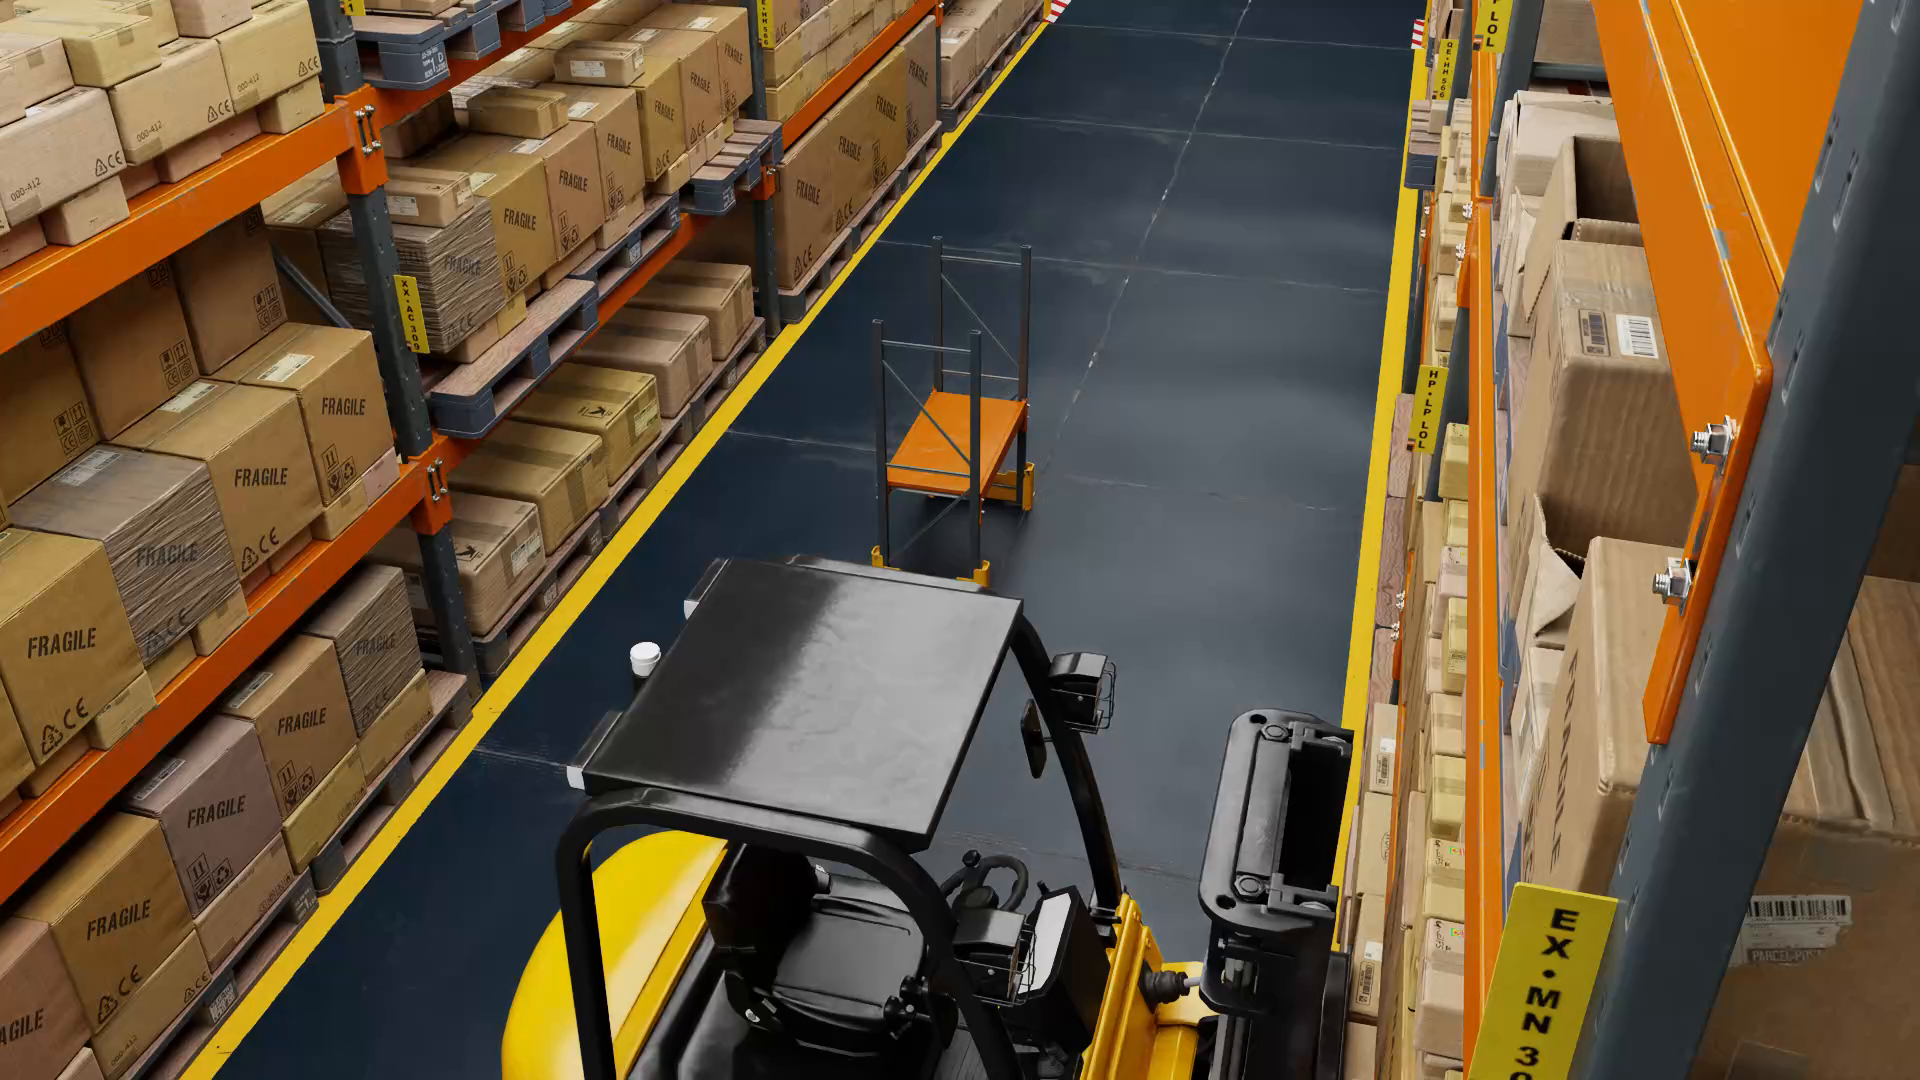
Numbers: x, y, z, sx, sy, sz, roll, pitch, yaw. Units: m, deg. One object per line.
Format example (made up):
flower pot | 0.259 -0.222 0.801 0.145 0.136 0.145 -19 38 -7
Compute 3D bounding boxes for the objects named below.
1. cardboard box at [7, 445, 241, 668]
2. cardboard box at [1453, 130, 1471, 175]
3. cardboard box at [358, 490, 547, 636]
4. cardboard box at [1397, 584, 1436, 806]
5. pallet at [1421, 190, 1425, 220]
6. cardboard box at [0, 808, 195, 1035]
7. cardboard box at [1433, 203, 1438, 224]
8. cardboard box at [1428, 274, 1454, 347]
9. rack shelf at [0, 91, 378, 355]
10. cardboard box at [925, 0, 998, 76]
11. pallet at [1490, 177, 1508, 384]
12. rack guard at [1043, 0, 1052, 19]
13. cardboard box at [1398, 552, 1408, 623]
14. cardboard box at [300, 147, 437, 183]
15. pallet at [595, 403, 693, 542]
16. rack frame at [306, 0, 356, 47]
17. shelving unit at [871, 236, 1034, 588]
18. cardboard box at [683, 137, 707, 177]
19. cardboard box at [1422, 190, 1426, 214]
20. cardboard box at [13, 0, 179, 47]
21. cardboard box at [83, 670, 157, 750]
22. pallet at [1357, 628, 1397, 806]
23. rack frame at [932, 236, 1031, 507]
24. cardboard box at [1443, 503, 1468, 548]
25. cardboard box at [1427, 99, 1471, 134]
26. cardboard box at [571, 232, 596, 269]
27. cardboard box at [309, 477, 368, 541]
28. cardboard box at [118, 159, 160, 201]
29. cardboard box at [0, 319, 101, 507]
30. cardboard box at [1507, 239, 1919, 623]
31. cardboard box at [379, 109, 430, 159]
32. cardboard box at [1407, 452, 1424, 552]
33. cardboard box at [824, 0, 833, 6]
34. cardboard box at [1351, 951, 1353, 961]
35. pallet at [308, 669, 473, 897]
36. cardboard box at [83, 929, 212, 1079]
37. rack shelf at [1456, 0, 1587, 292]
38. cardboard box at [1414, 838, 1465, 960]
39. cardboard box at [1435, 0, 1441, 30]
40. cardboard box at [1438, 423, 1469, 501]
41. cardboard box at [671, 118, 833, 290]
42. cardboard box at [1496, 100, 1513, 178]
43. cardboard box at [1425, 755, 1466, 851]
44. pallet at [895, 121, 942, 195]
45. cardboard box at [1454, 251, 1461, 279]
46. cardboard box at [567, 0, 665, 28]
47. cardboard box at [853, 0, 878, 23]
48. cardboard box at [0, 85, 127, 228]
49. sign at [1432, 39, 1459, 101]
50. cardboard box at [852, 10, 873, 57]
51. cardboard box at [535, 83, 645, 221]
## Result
cardboard box | -2.810 0.044 5.515 0.500 0.500 0.500 9 34 14
cardboard box | 2.658 -1.908 8.257 0.380 0.149 0.250 9 34 14
cardboard box | -2.556 0.068 7.904 0.950 0.372 0.625 8 33 13
cardboard box | 1.634 0.508 5.062 0.500 0.500 0.500 9 33 13
pallet | 3.976 -2.464 12.430 1.003 0.211 1.213 8 33 12
cardboard box | -2.960 1.227 5.496 0.500 0.500 0.500 9 33 13
cardboard box | 2.782 -1.732 8.819 0.500 0.250 0.500 8 33 13
cardboard box | 2.252 -0.887 7.023 0.500 0.250 0.500 9 33 13
rack shelf | -3.194 -0.515 4.639 1.077 0.370 4.000 8 33 12
cardboard box | -0.167 -4.614 15.209 0.875 0.438 0.875 7 33 11
pallet | 1.924 -0.699 4.341 1.003 0.211 1.213 8 33 12
rack guard | 0.365 -5.776 17.369 1.175 0.500 0.348 8 33 12
cardboard box | 2.442 0.234 7.408 0.875 0.625 0.625 8 33 12
cardboard box | -2.667 -1.464 7.495 0.500 0.500 0.500 8 33 13
pallet | -2.183 -0.453 9.266 1.003 0.211 1.213 8 33 12
rack frame | -2.687 -3.123 5.274 1.000 3.000 0.127 8 33 12
shelving unit | -0.019 -0.593 8.285 0.587 1.500 1.083 8 33 12
cardboard box | -1.617 -2.120 9.132 0.380 0.149 0.250 6 33 10
cardboard box | 3.549 -2.434 11.722 0.500 0.500 0.500 7 33 11
cardboard box | -2.700 -1.625 5.205 0.380 0.149 0.250 9 33 14
cardboard box | -2.852 0.518 5.373 0.380 0.149 0.250 8 33 13
pallet | 2.265 0.872 7.181 1.003 0.211 1.213 8 33 12
rack frame | 0.107 -0.852 8.693 0.500 1.500 0.032 8 33 12
cardboard box | 1.716 0.031 5.207 0.380 0.149 0.250 9 33 14
cardboard box | 2.926 -2.457 9.662 0.380 0.149 0.250 9 33 13
cardboard box | -2.001 -1.448 8.074 0.380 0.149 0.250 8 33 13
cardboard box | -2.530 -0.146 6.418 0.380 0.149 0.250 9 33 13
cardboard box | -2.772 -1.165 5.225 0.380 0.149 0.250 7 33 11
cardboard box | -3.312 -0.463 5.380 0.700 0.500 0.500 7 33 11
cardboard box | 1.334 -0.149 2.815 0.700 0.500 0.500 8 33 13
cardboard box | -2.626 -1.839 7.481 0.380 0.149 0.250 7 33 11
cardboard box | 1.990 -0.151 6.331 0.500 0.250 0.500 9 33 13
cardboard box | -1.047 -3.878 11.030 0.500 0.500 0.500 9 34 14
cardboard box | 1.430 1.585 5.166 0.500 0.250 0.500 8 33 12
pallet | -2.823 0.939 7.076 1.003 0.211 1.213 8 33 12
cardboard box | -2.966 1.538 5.706 0.500 0.250 0.500 10 34 16
rack shelf | 2.623 -1.917 6.844 1.077 0.370 4.000 8 33 12
cardboard box | 1.214 0.827 3.678 0.380 0.149 0.250 9 33 13
cardboard box | 3.675 -3.798 11.444 0.700 0.500 0.500 8 33 13
cardboard box | 1.748 -0.233 5.346 0.380 0.149 0.250 9 33 13
cardboard box | -1.416 -2.294 11.152 0.875 0.875 0.875 8 33 12
cardboard box | 1.708 -1.105 4.645 0.380 0.149 0.250 9 33 13
cardboard box | 1.369 0.696 4.161 0.380 0.149 0.250 7 33 11
pallet | -0.779 -3.155 13.516 1.003 0.211 1.213 8 33 12
cardboard box | 2.283 -1.108 6.998 0.380 0.149 0.250 8 33 13
cardboard box | -2.010 -2.809 9.612 0.500 0.500 0.500 7 33 11
cardboard box | -0.892 -3.830 11.652 0.500 0.250 0.500 9 33 13
cardboard box | -2.809 -1.128 4.795 0.500 0.250 0.500 7 33 12
sign | 2.603 -2.517 8.908 0.100 0.325 0.005 8 33 12
cardboard box | -0.930 -3.620 11.788 0.500 0.250 0.500 8 33 12
cardboard box | -1.905 -1.923 8.217 0.500 0.500 0.500 7 33 10
